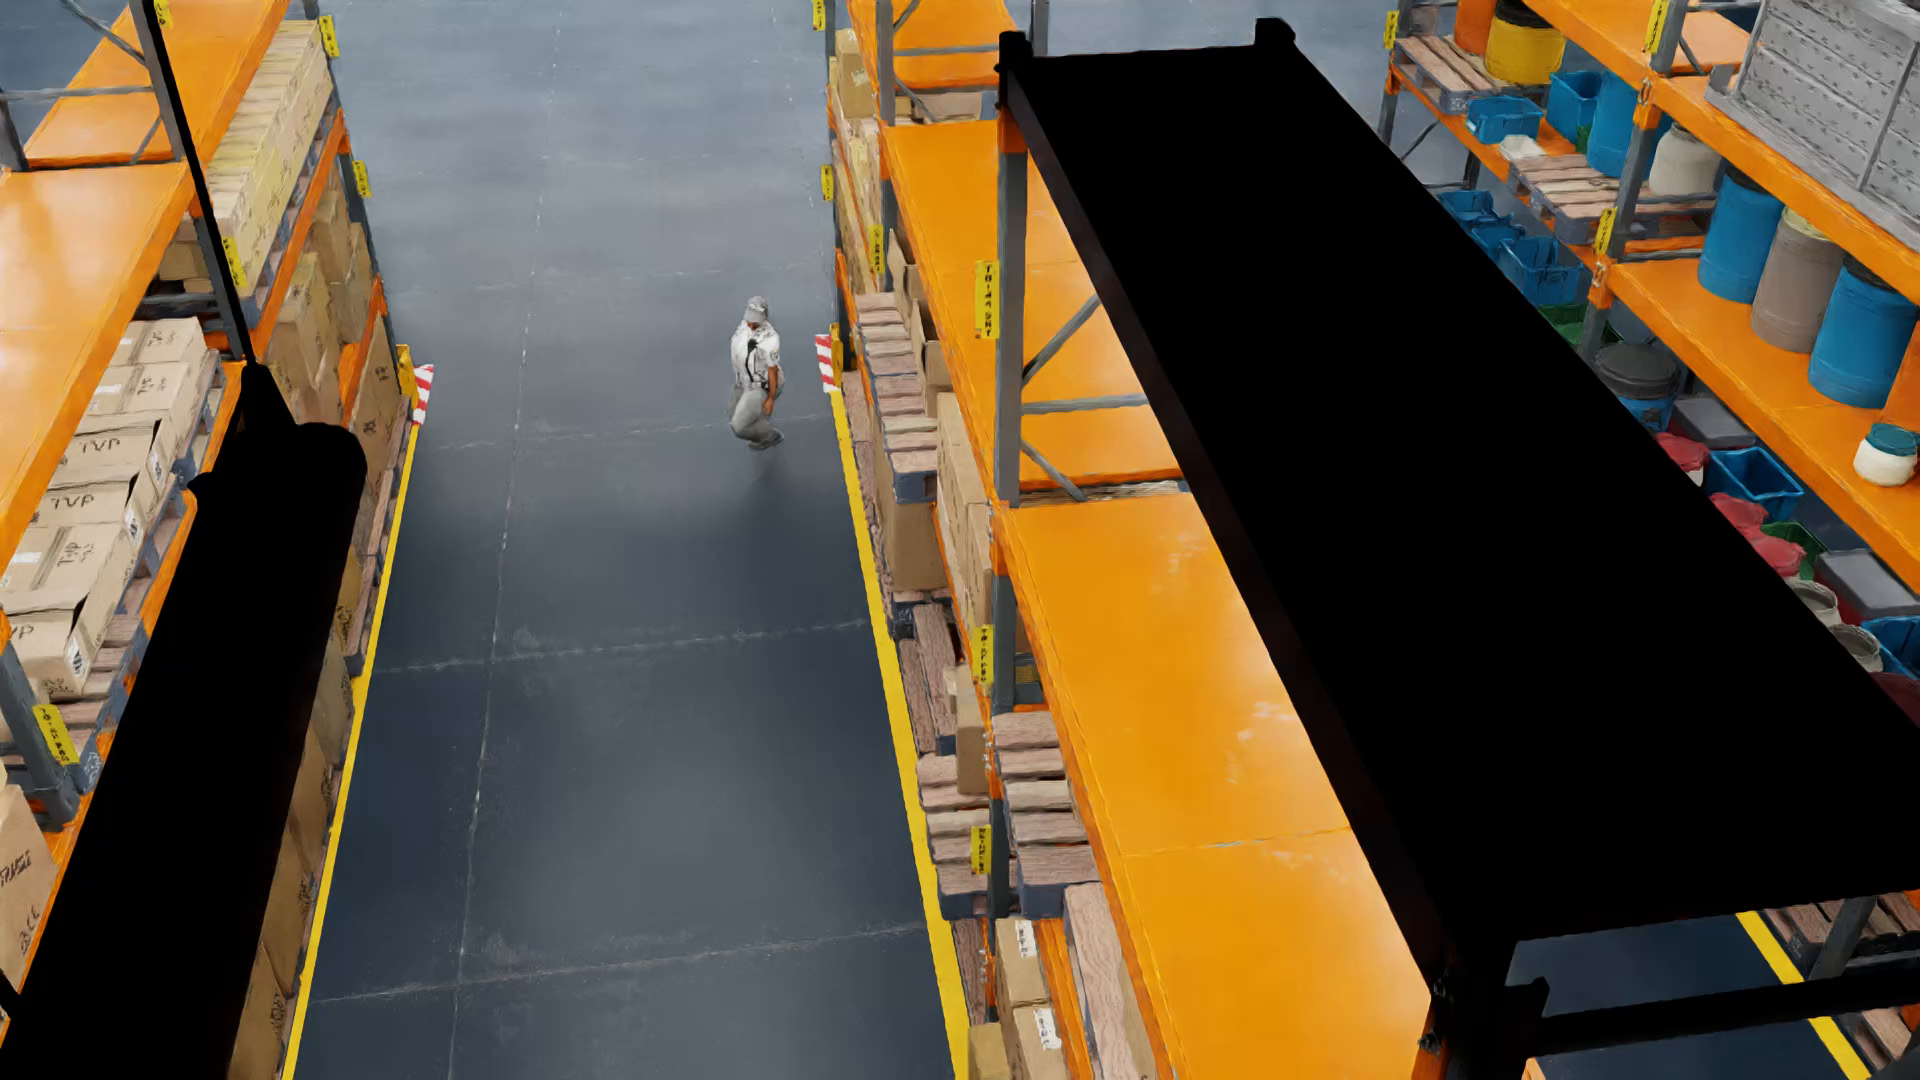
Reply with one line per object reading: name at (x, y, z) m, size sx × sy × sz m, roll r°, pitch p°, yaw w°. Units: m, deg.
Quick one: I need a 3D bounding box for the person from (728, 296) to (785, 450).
person at (-1.719, -1.300, 13.774) m, size 0.594 × 1.601 × 0.531 m, roll -24°, pitch 43°, yaw -29°
